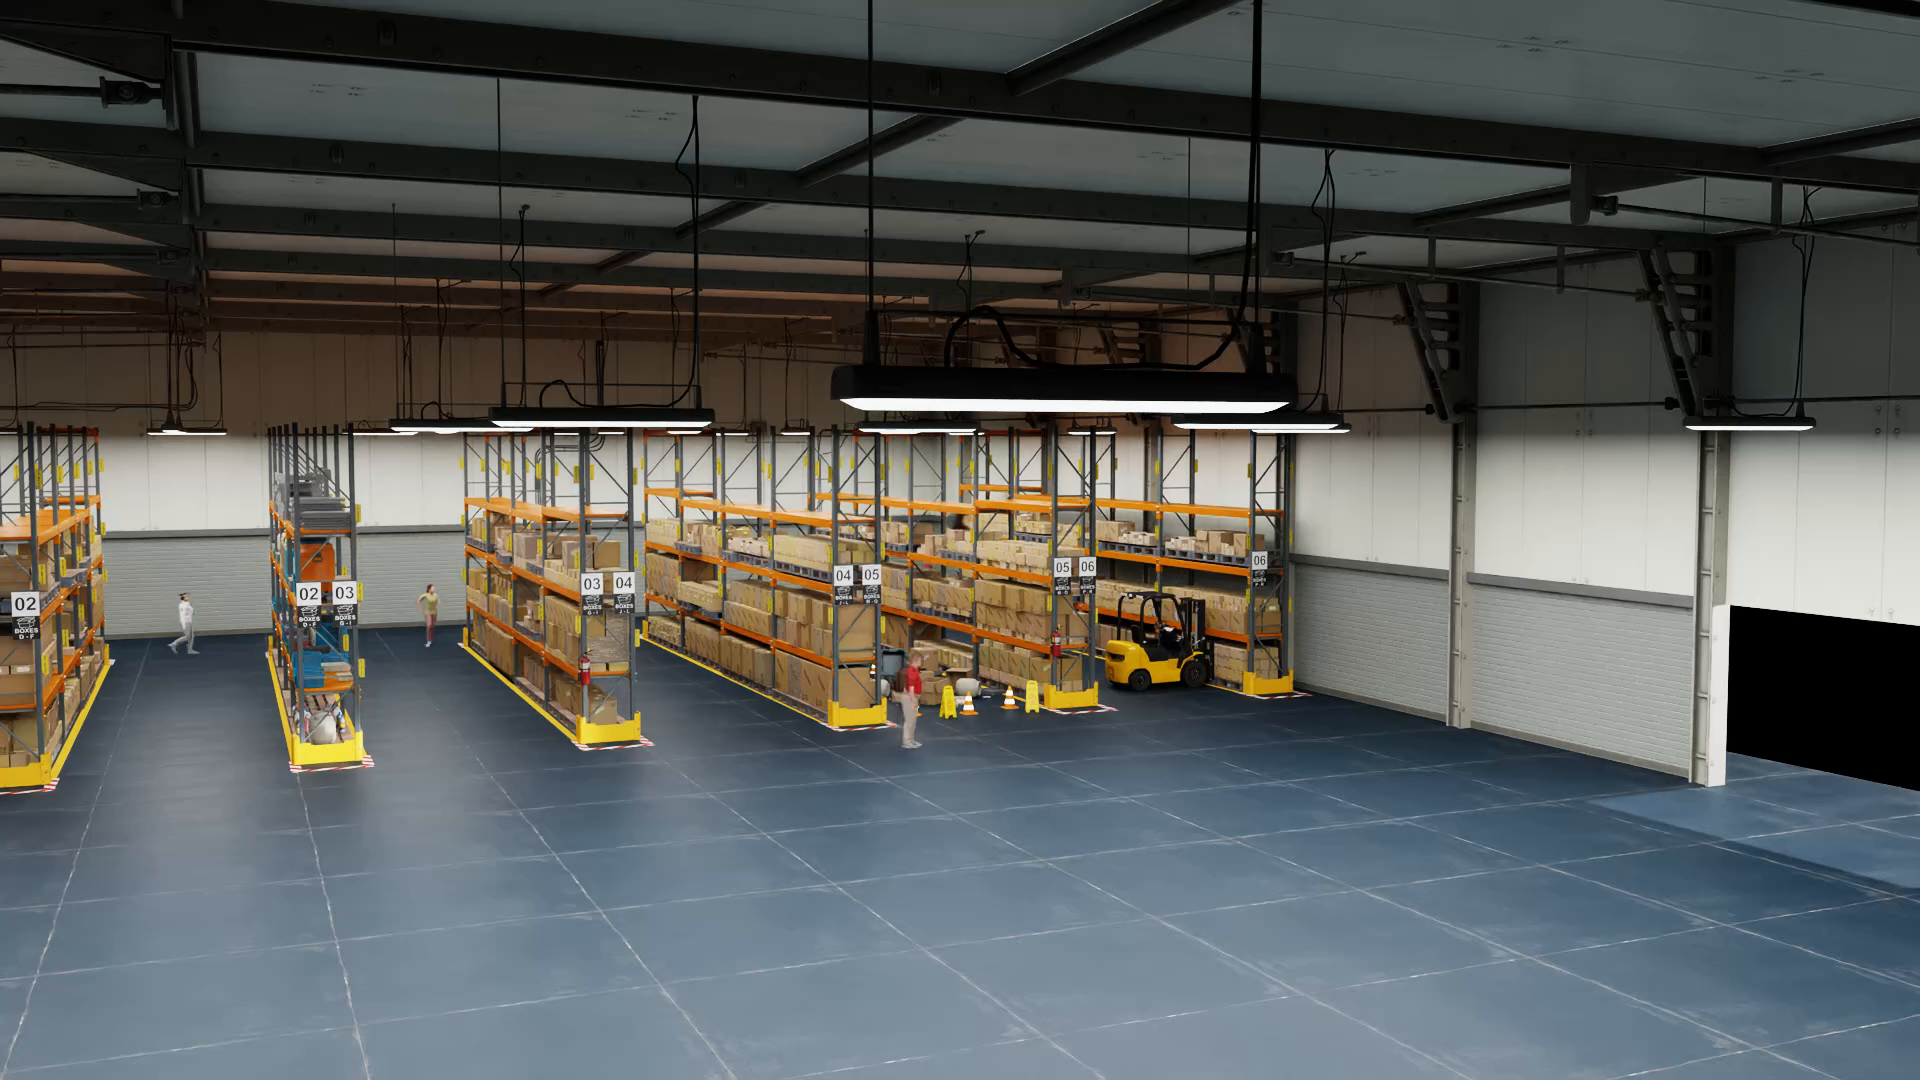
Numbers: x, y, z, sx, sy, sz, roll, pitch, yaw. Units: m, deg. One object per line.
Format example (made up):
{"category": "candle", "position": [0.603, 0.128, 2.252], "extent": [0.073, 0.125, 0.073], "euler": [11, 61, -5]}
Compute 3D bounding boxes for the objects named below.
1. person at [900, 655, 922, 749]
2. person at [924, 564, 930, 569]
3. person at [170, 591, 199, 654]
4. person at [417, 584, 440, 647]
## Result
{"category": "person", "position": [-0.896, 2.986, 30.777], "extent": [0.380, 1.736, 0.567], "euler": [0, 3, -4]}
{"category": "person", "position": [-1.013, 1.632, 52.573], "extent": [0.944, 1.746, 0.593], "euler": [-2, 4, -27]}
{"category": "person", "position": [-20.483, 2.189, 43.893], "extent": [0.670, 1.674, 0.494], "euler": [-1, 4, -17]}
{"category": "person", "position": [-14.721, 2.081, 46.117], "extent": [0.618, 1.723, 0.795], "euler": [-3, 4, -36]}
